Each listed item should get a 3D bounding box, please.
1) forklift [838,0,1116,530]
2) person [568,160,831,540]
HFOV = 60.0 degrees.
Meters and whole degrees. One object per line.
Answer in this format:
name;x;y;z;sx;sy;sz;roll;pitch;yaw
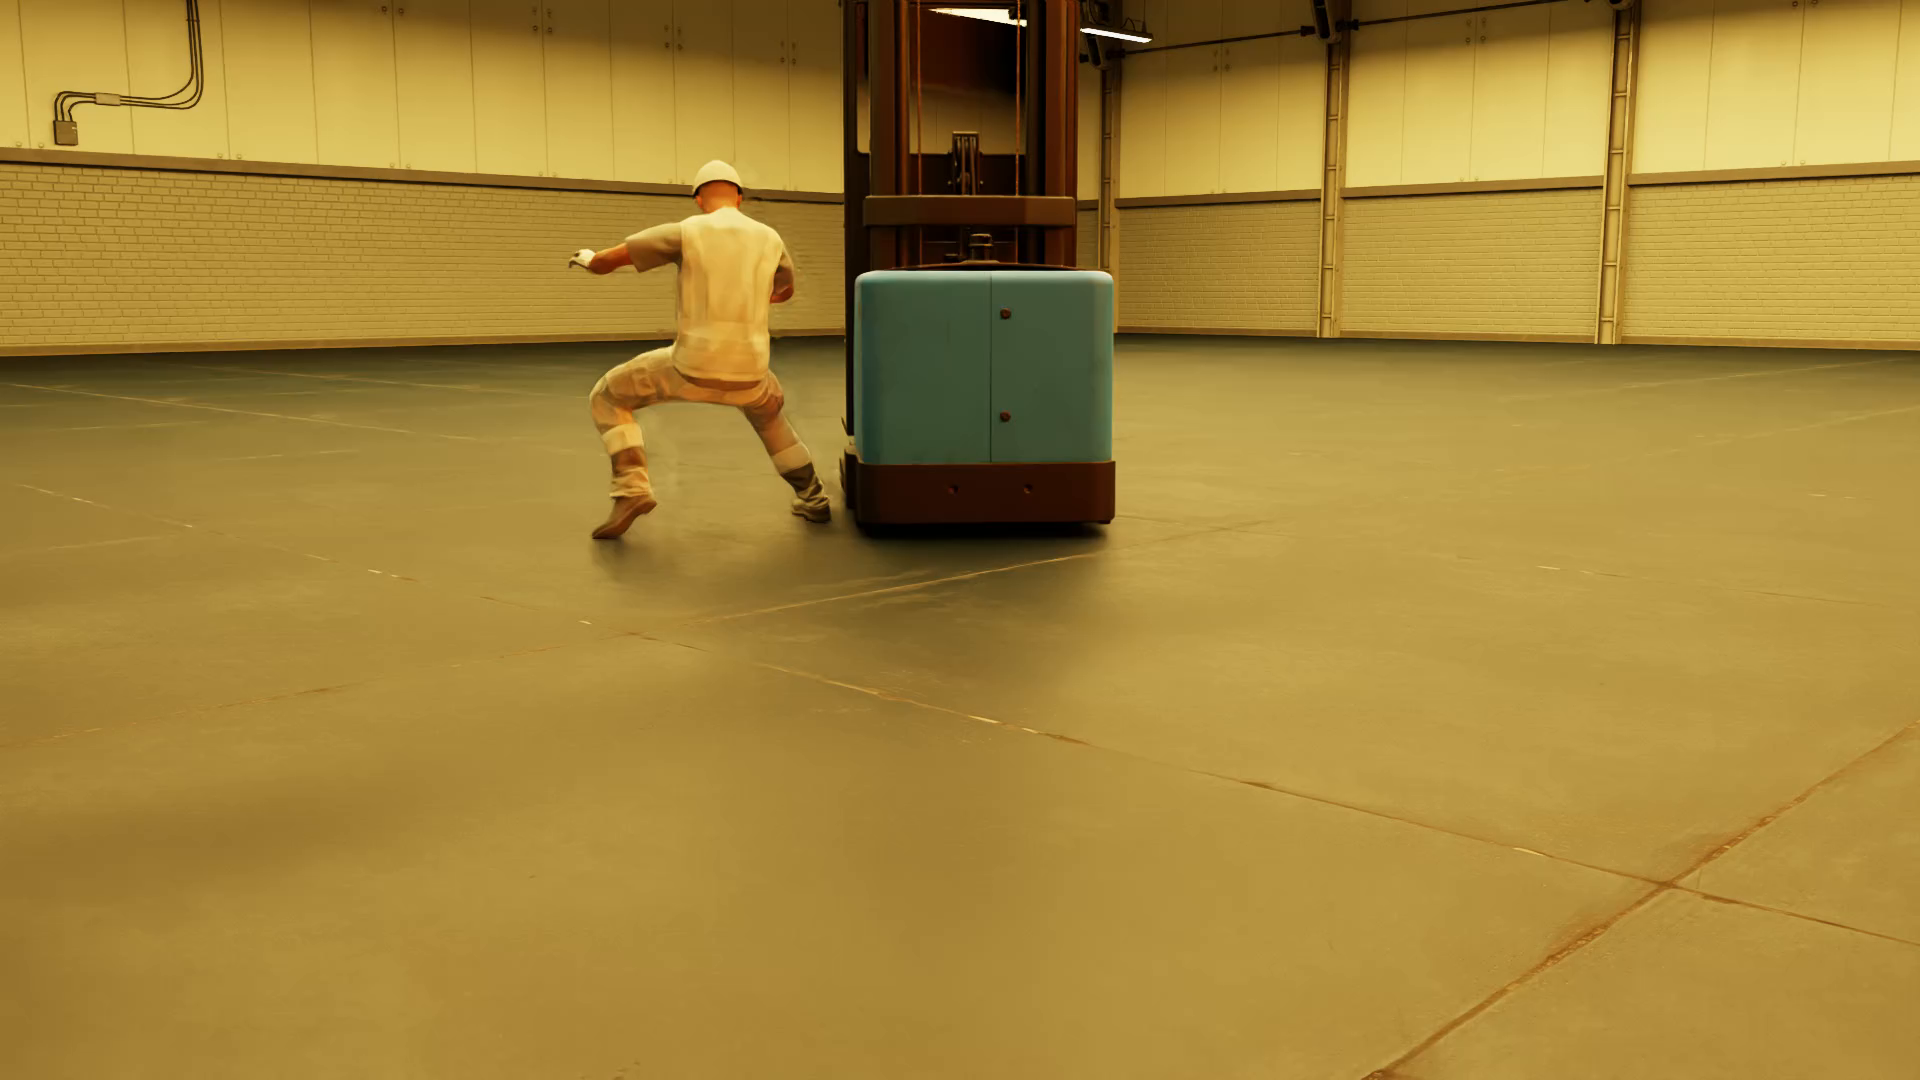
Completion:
forklift;-0.022;-1.673;7.985;1.130;2.935;3.031;-1;9;-5
person;-1.032;-0.789;6.899;1.069;1.535;0.734;-4;9;-23
